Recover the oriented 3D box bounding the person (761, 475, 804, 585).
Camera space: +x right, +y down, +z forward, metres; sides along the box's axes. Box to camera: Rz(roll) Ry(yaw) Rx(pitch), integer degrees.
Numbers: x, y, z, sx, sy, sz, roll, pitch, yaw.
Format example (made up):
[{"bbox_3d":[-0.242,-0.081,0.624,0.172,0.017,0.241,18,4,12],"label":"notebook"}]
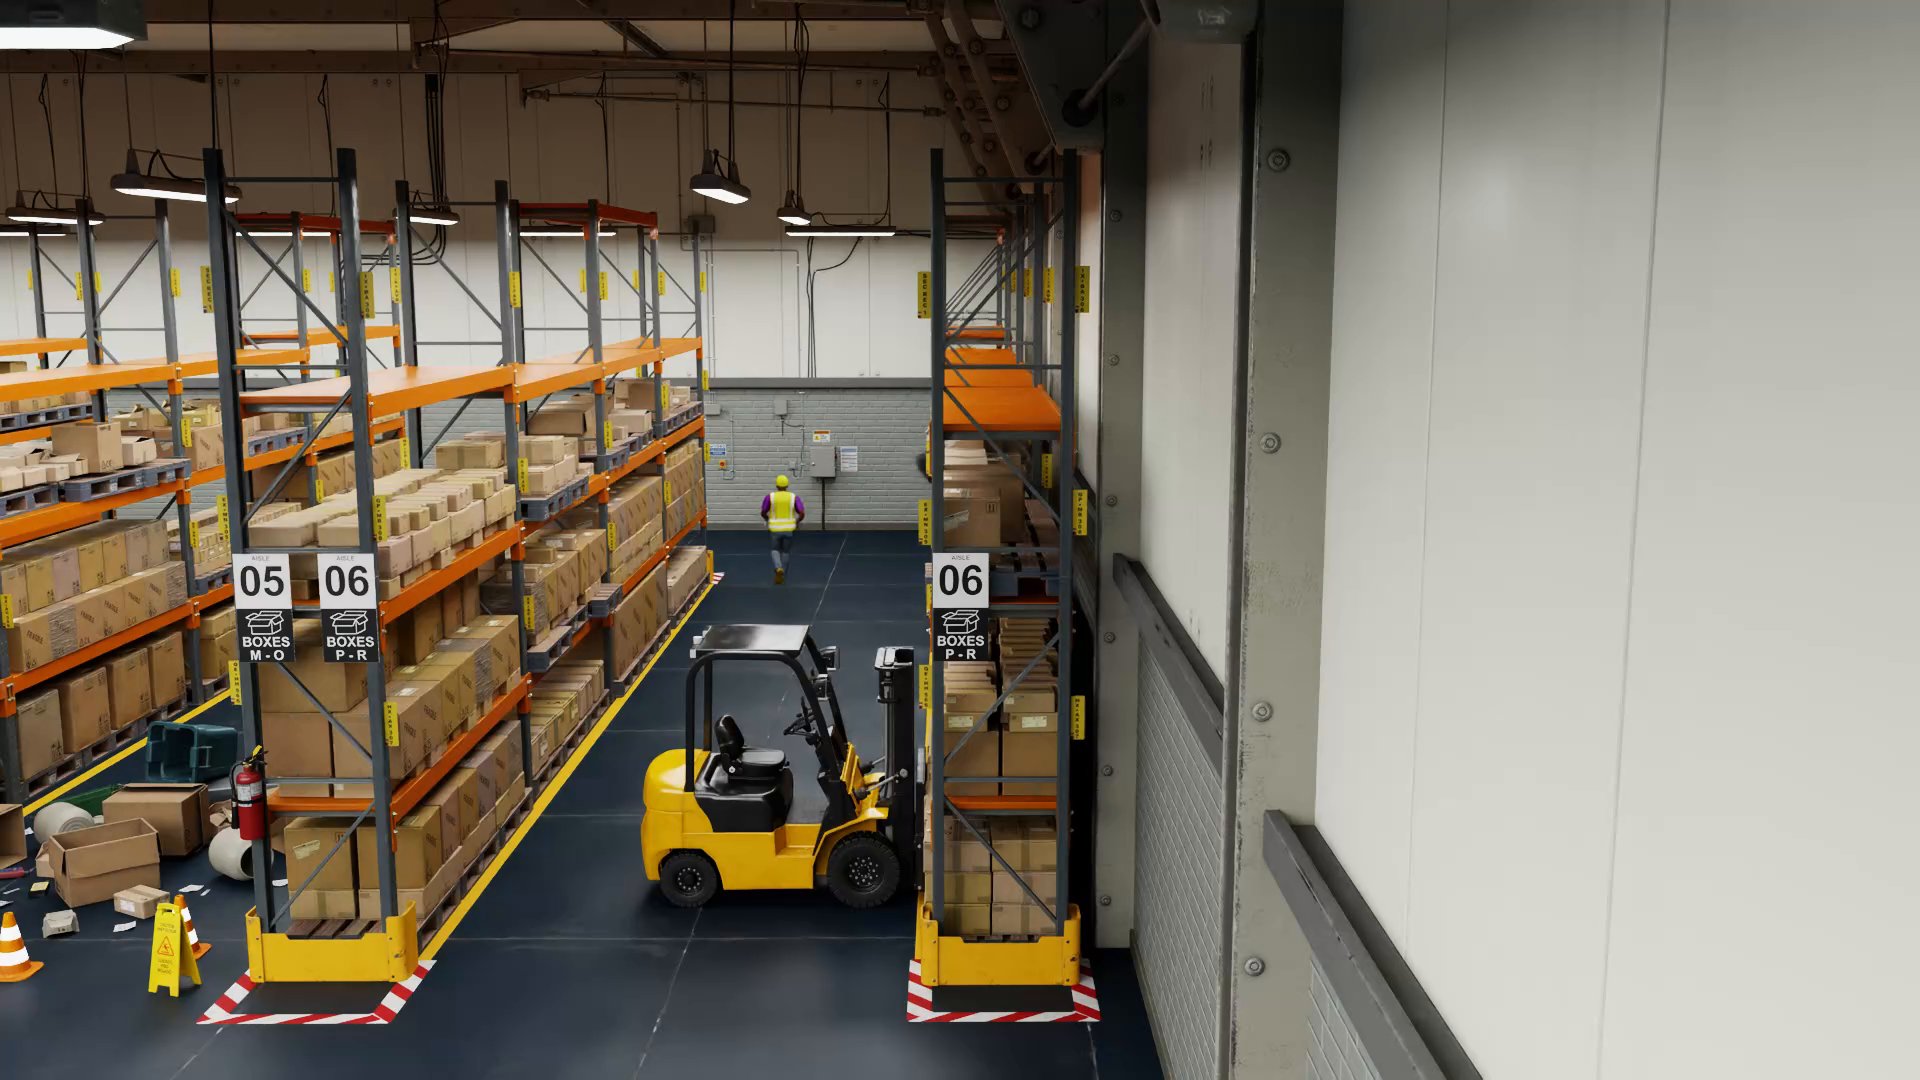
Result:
[{"bbox_3d":[-2.794,-0.163,26.198,0.677,1.735,0.534,-2,9,-10],"label":"person"}]
